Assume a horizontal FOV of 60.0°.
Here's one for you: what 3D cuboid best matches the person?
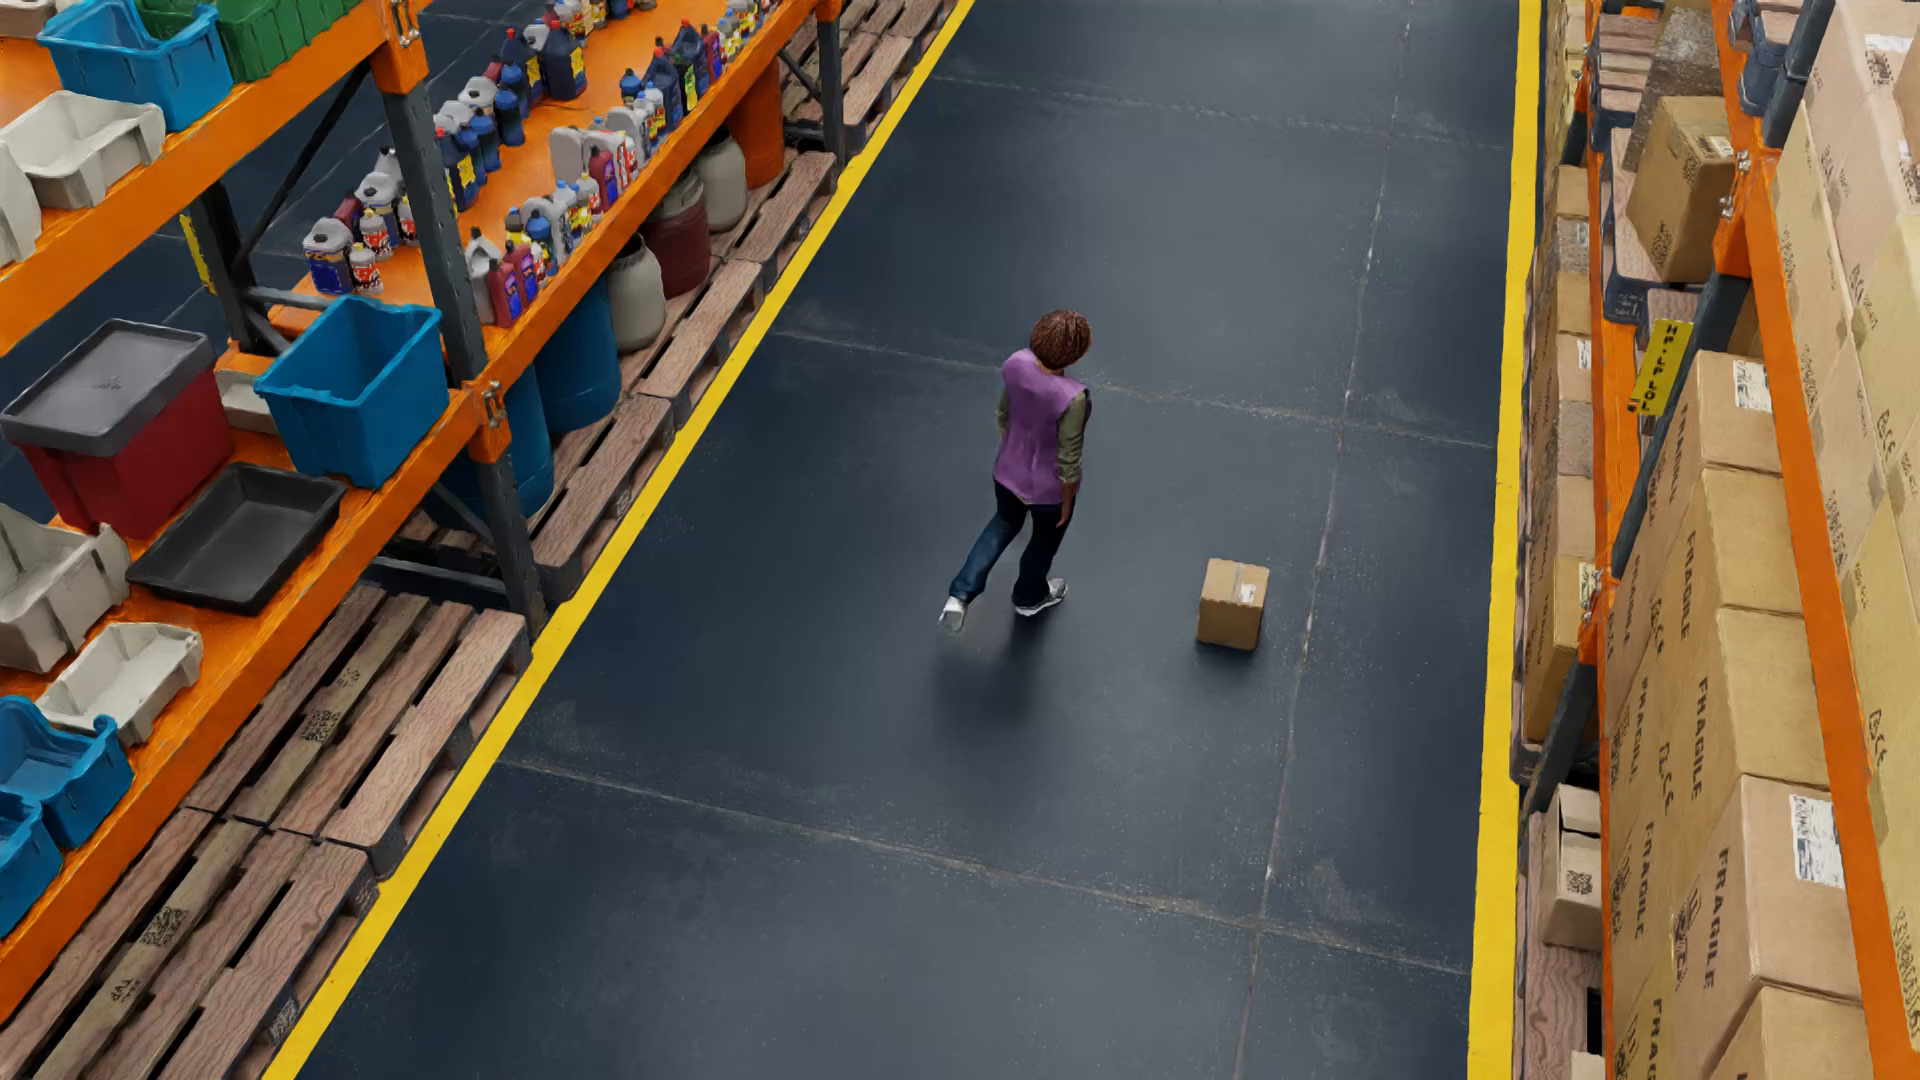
[{"bbox_3d":[0.251,-0.207,6.387,0.464,1.582,0.677,32,51,31],"label":"person"}]
